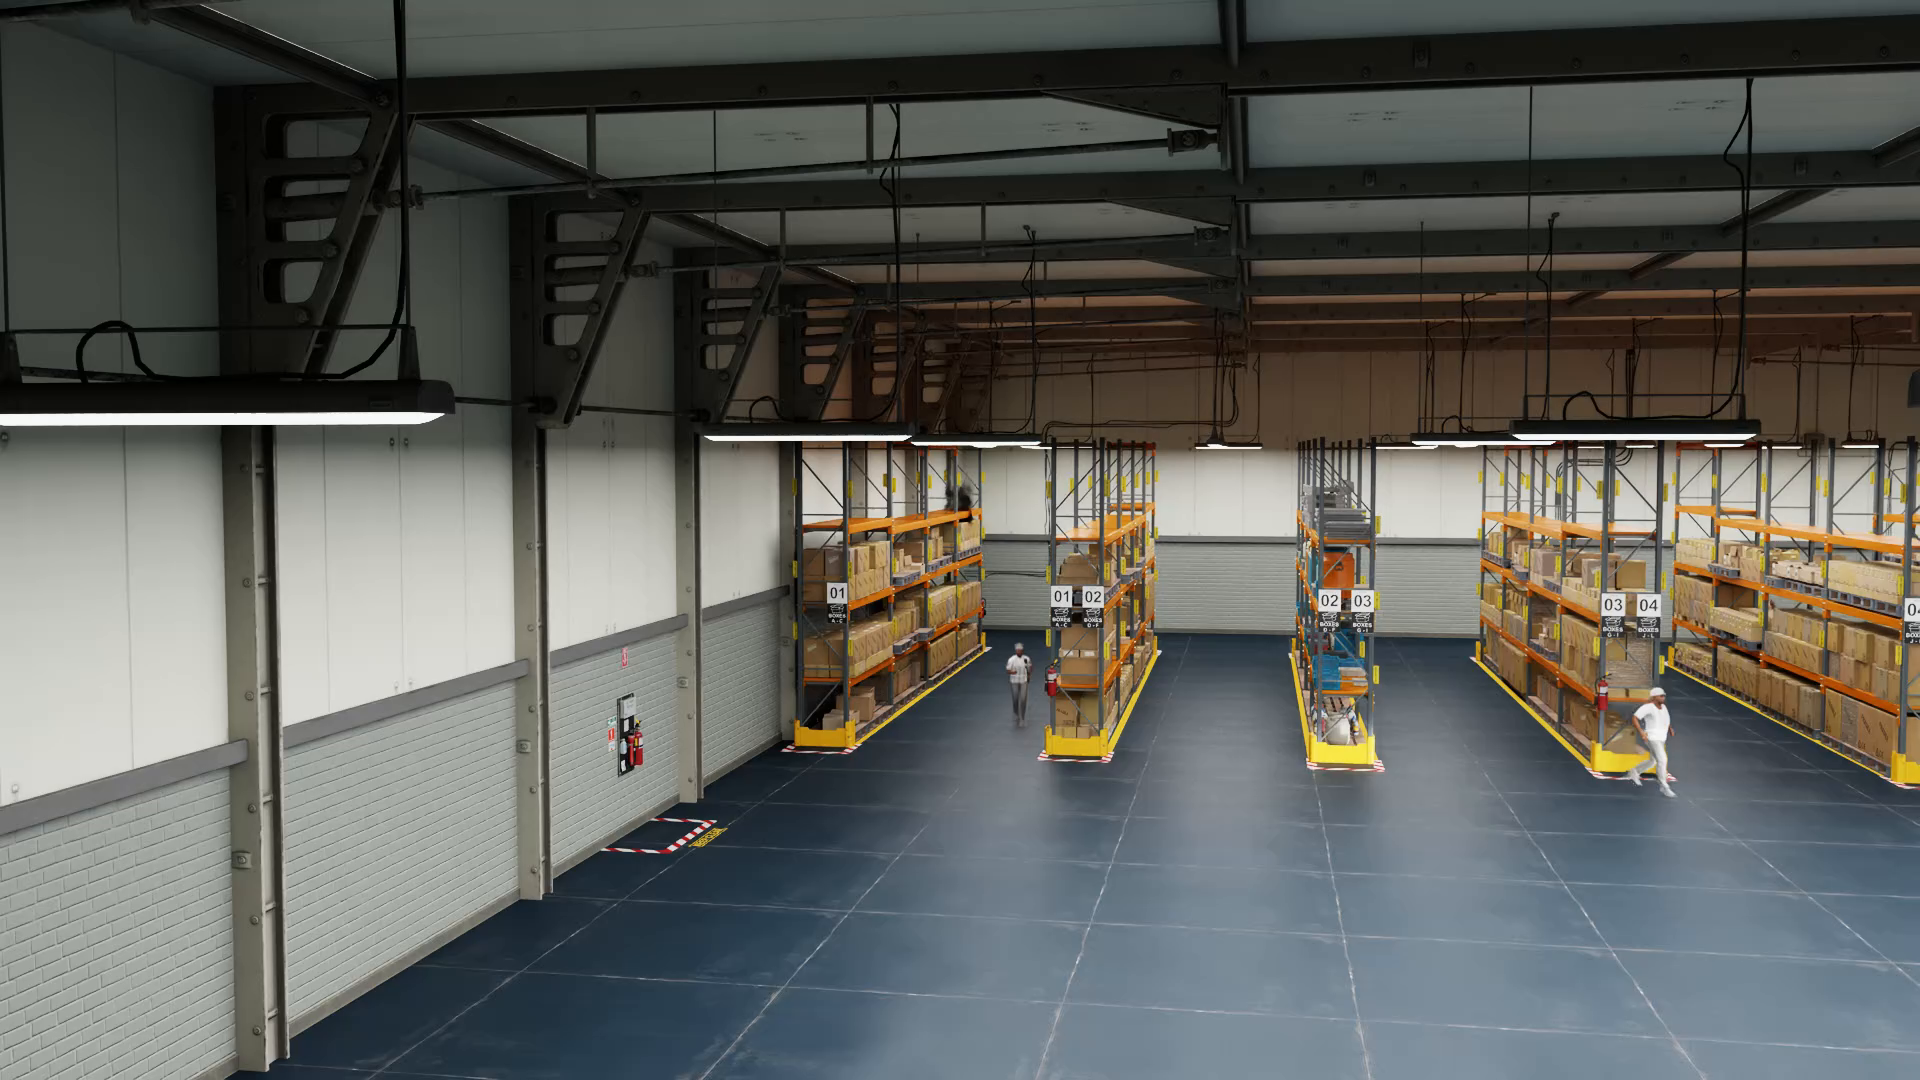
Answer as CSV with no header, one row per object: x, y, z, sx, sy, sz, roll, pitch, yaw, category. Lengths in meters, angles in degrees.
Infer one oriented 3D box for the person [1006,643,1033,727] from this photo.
1.246,3.003,34.866,0.581,1.699,0.876,0,3,0,person

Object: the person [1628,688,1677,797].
11.681,3.363,27.980,0.720,1.777,0.934,-2,4,-38,person

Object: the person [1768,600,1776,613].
22.155,2.484,45.439,0.933,1.688,0.594,0,3,7,person

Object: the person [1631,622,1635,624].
18.139,2.513,45.233,0.673,1.623,0.979,3,4,44,person
